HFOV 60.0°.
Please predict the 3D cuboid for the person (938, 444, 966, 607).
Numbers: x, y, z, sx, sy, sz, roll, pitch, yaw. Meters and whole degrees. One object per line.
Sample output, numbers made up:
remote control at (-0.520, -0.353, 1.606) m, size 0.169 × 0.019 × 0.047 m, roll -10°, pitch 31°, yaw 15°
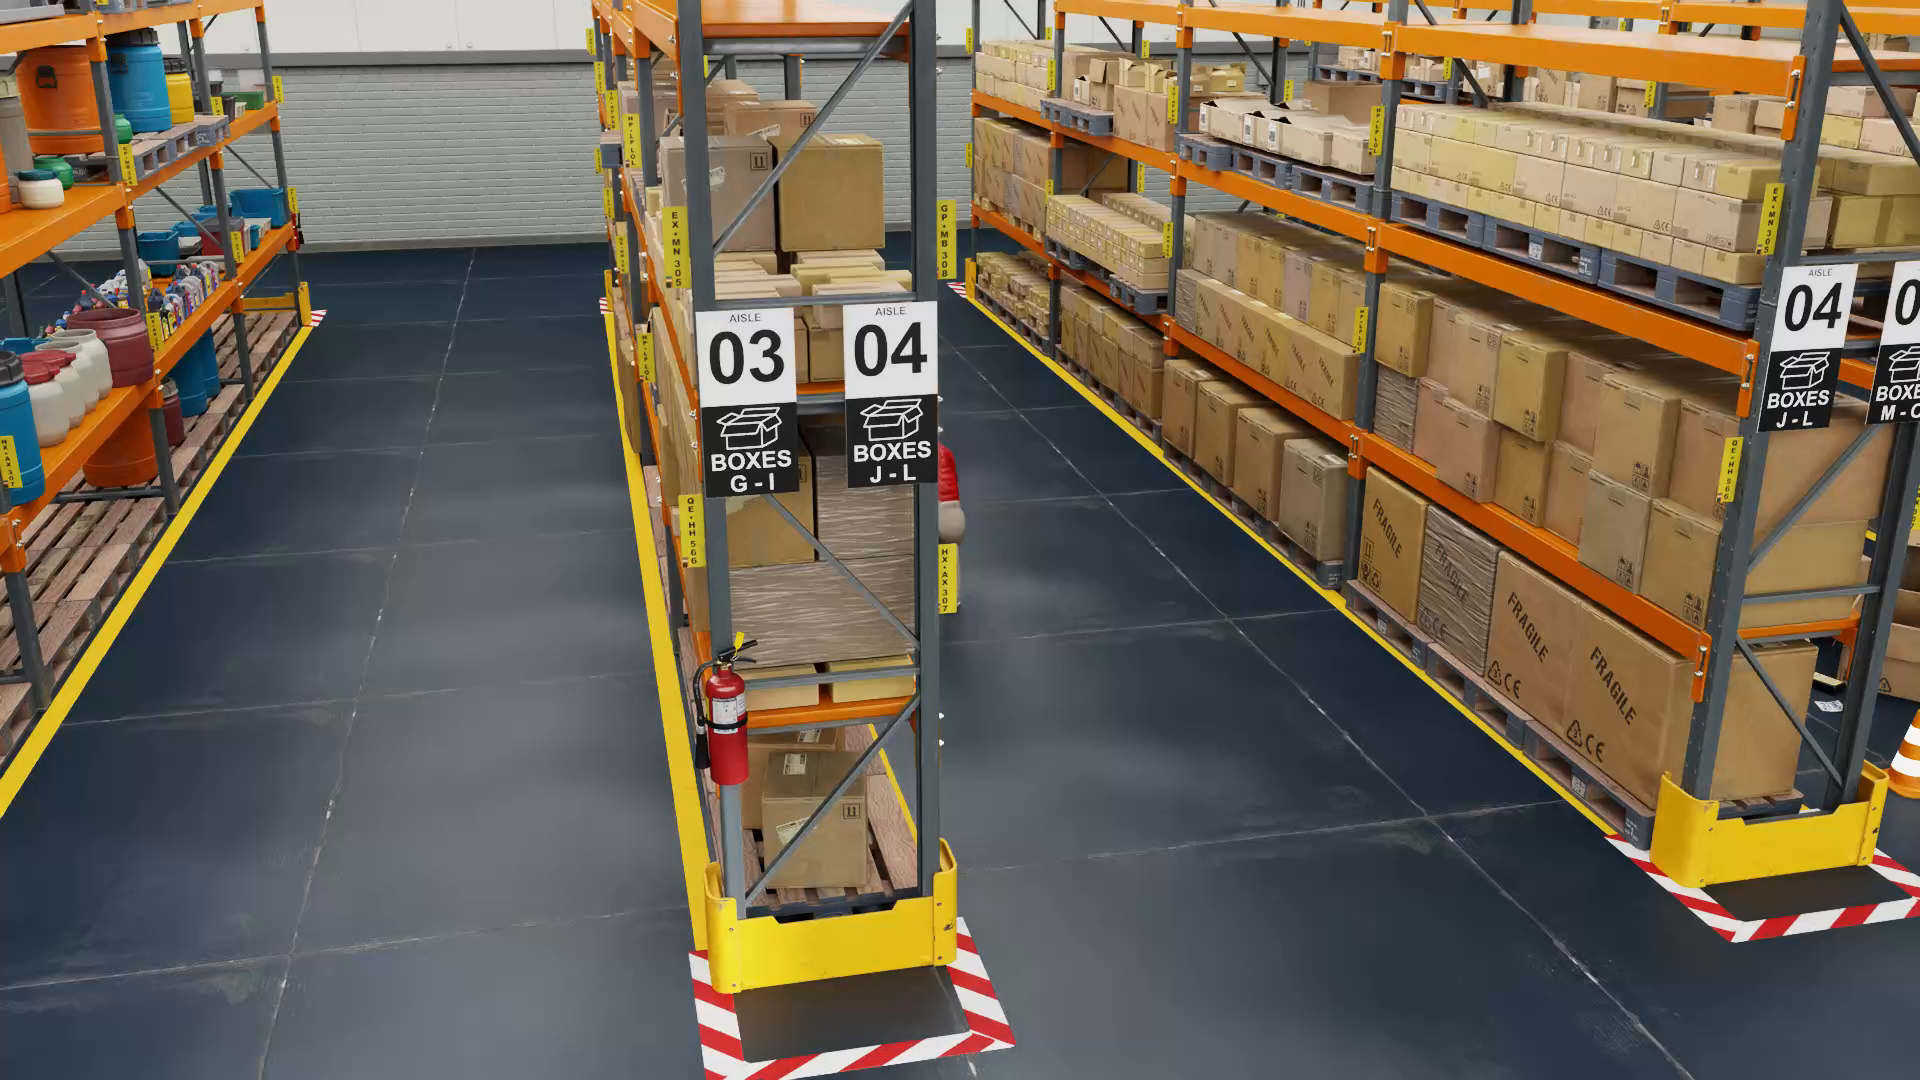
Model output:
person at (-0.266, -0.161, 12.175) m, size 0.589 × 1.319 × 0.756 m, roll -6°, pitch 20°, yaw -16°
